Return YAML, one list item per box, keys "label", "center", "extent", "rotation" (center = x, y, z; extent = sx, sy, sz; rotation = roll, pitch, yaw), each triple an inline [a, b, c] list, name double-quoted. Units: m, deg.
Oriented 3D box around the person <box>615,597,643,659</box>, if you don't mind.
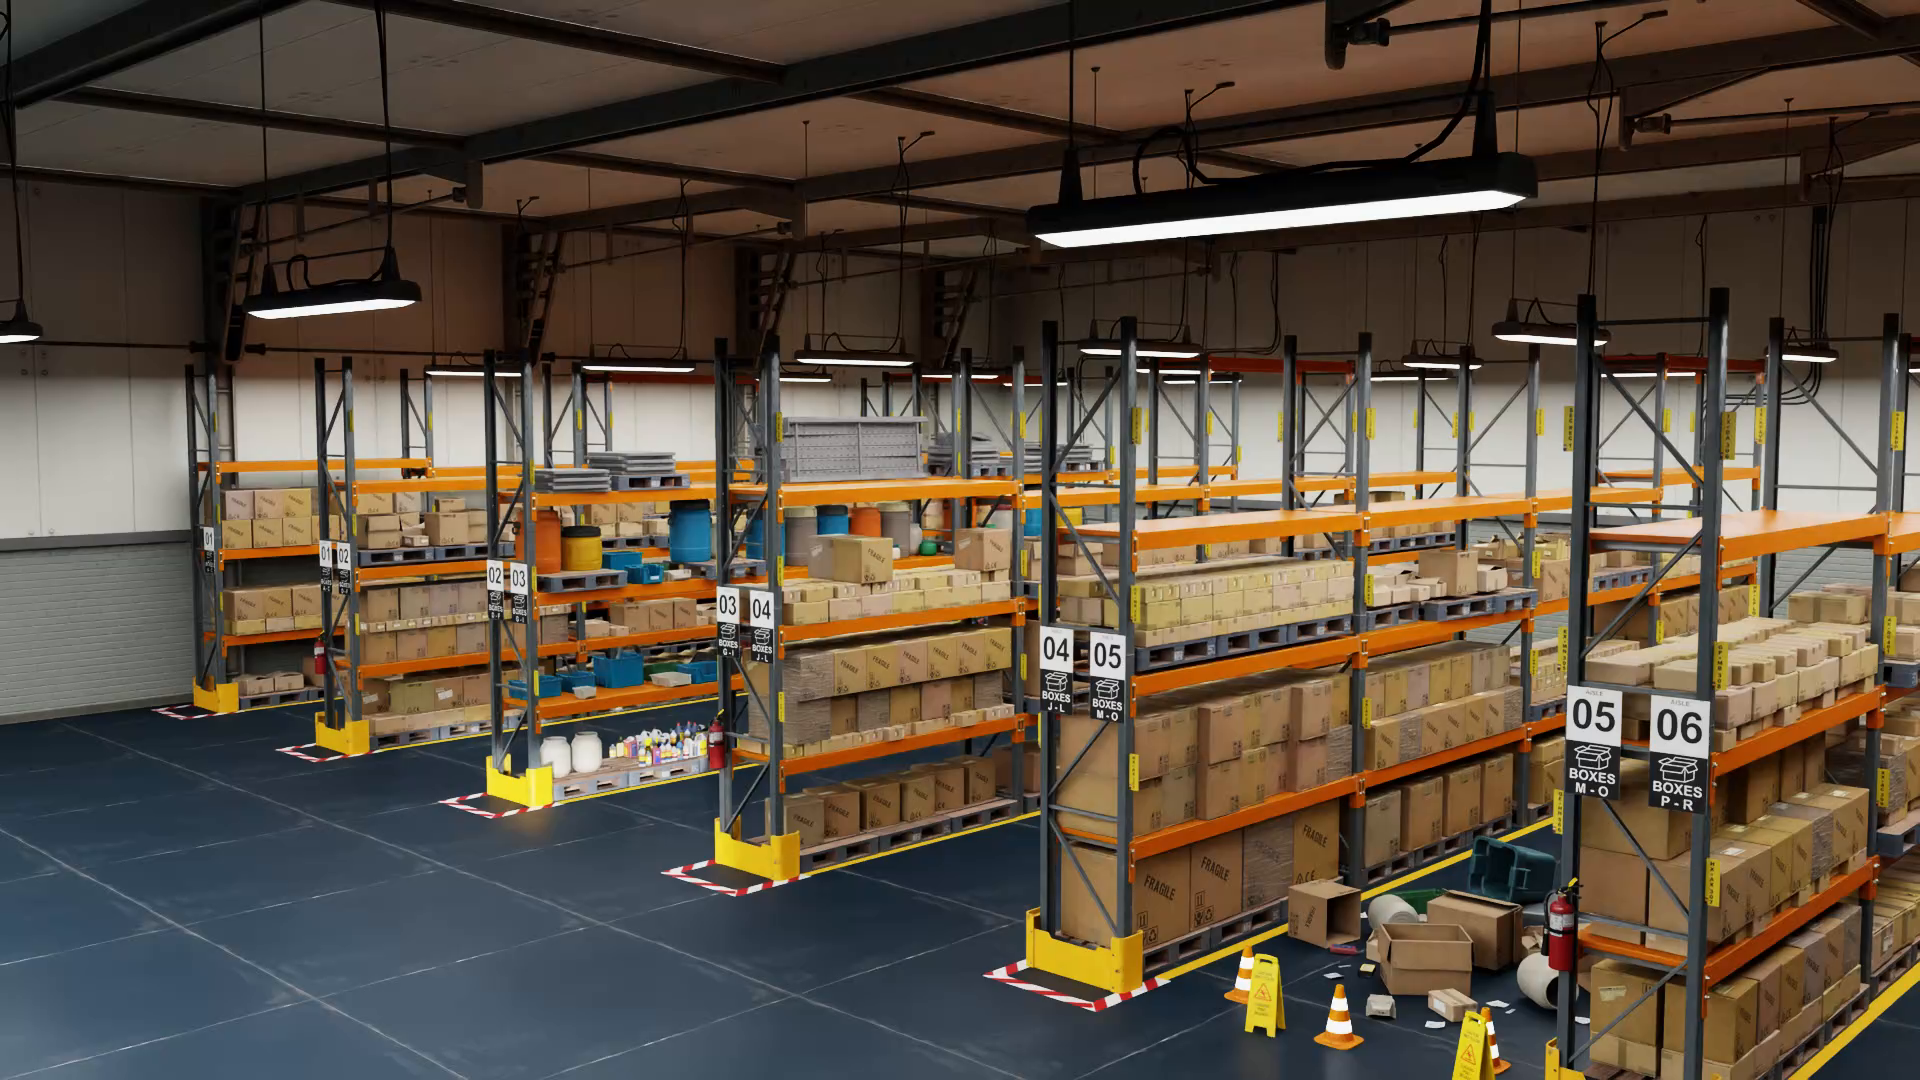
- label: "person"
  center: [-6.611, 1.840, 33.030]
  extent: [0.452, 1.543, 0.969]
  rotation: [2, 5, 21]
